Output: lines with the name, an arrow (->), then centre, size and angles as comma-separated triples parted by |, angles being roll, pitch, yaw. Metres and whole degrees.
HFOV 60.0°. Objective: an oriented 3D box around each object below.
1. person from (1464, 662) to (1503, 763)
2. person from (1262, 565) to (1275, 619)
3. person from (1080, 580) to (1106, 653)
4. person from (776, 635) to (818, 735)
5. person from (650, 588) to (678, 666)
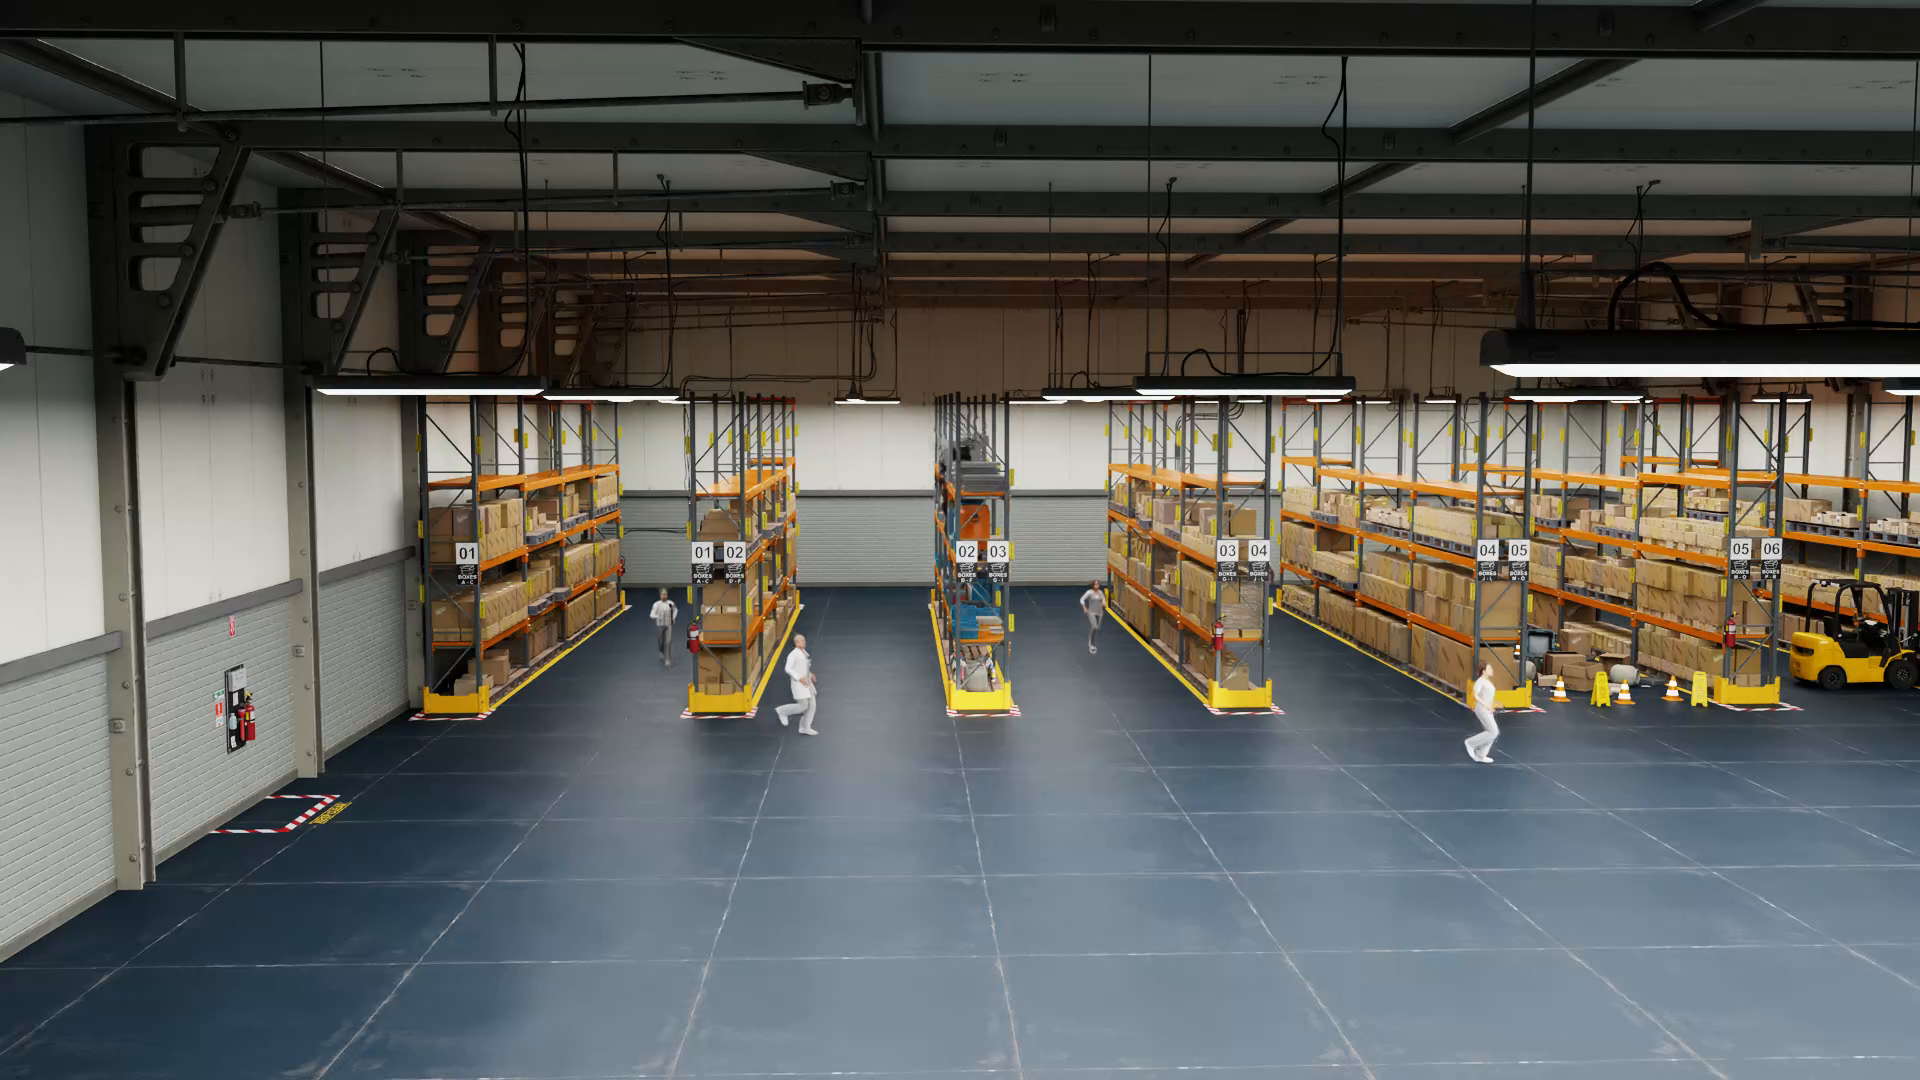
person -> 8.438, 2.764, 26.777 | 0.554, 1.624, 0.546 | 3, 5, 29
person -> 8.083, 1.292, 44.542 | 0.691, 1.748, 0.673 | 0, 5, 2
person -> 2.990, 1.693, 36.832 | 0.506, 1.631, 0.646 | -2, 5, -20
person -> -2.837, 2.628, 29.164 | 0.763, 1.561, 0.683 | 2, 5, 20
person -> -6.542, 1.905, 36.832 | 0.613, 1.687, 0.923 | -1, 5, -14
